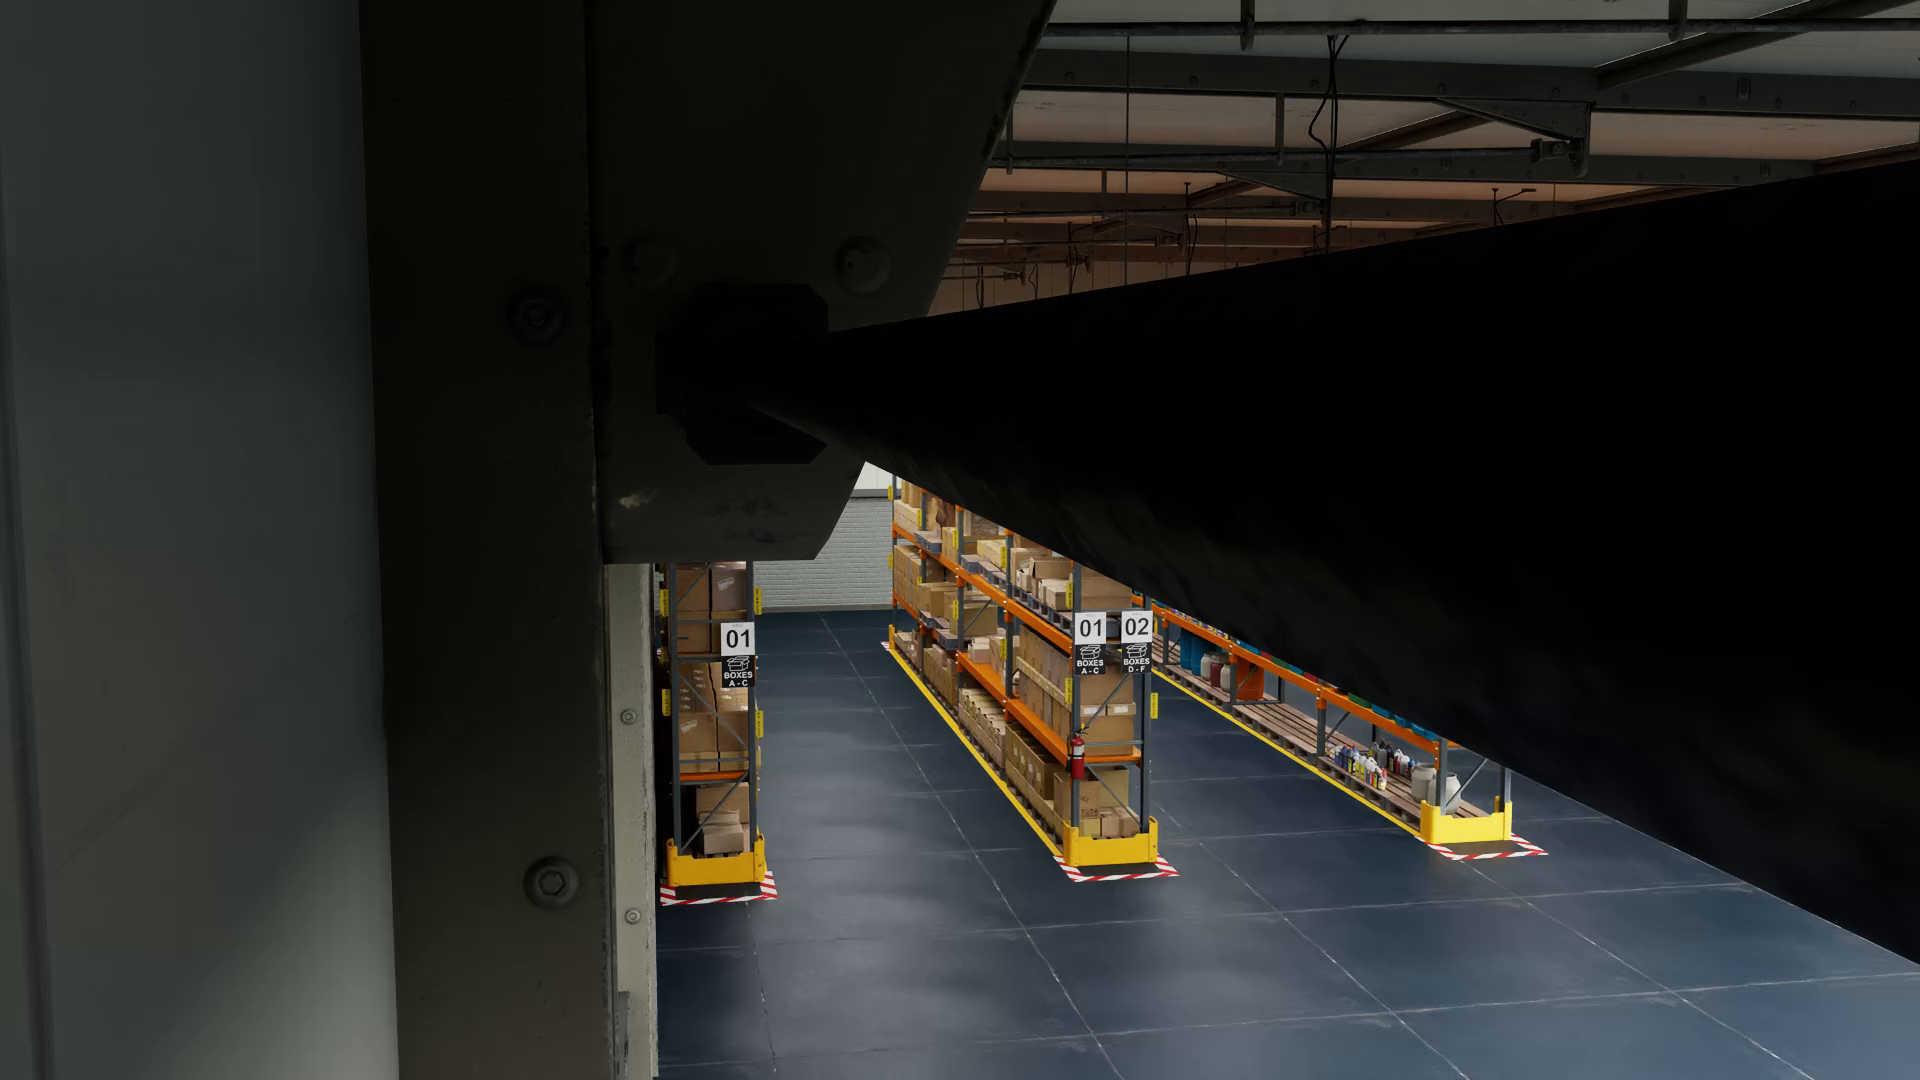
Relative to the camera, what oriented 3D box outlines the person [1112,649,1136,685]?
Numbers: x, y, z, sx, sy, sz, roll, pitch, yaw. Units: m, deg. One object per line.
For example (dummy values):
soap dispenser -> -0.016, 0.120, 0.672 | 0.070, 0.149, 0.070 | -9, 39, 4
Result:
person -> 2.621, 2.484, 27.500 | 0.679, 1.737, 0.663 | -2, 7, -20
